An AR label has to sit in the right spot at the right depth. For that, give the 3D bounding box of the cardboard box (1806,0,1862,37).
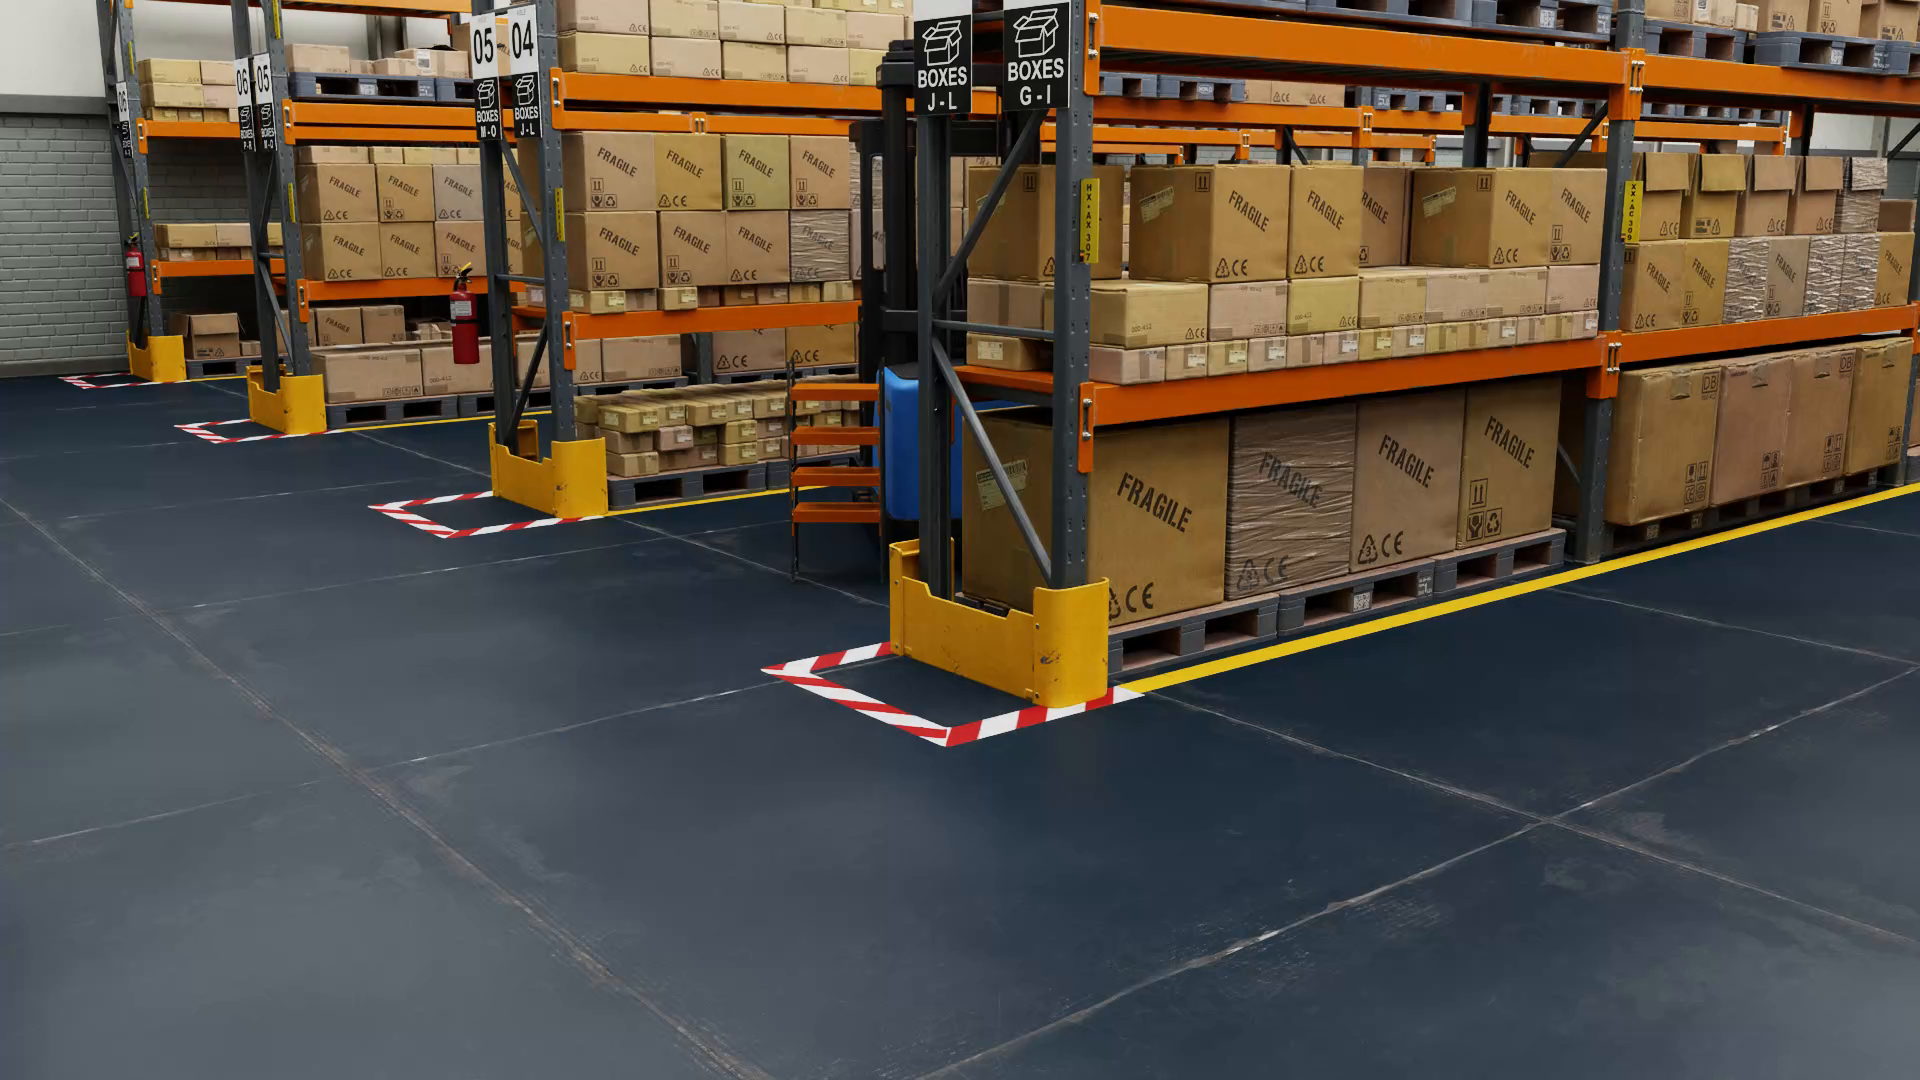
[{"bbox_3d":[5.365,-3.429,10.584,0.500,0.500,0.500,-8,15,-35],"label":"cardboard box"}]

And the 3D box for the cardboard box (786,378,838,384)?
[{"bbox_3d":[-1.145,-1.141,12.702,0.250,0.149,0.380,-10,16,-40],"label":"cardboard box"}]

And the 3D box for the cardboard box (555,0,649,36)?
[{"bbox_3d":[-2.338,-3.359,10.662,0.500,0.250,0.500,-9,15,-37],"label":"cardboard box"}]

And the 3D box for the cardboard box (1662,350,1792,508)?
[{"bbox_3d":[4.476,-0.774,10.658,0.875,0.875,1.225,-10,16,-40],"label":"cardboard box"}]

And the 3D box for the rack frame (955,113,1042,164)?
[{"bbox_3d":[0.272,-2.223,13.378,0.127,3.000,1.000,-9,15,-38],"label":"rack frame"}]

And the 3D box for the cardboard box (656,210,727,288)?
[{"bbox_3d":[-1.926,-1.986,11.303,0.500,0.500,0.500,-9,15,-38],"label":"cardboard box"}]

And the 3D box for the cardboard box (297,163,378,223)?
[{"bbox_3d":[-5.470,-3.048,14.615,0.500,0.500,0.500,-10,15,-39],"label":"cardboard box"}]

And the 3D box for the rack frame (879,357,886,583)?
[{"bbox_3d":[-0.419,-0.378,9.020,0.015,1.200,0.240,0,12,1],"label":"rack frame"}]

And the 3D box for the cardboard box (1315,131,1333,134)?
[{"bbox_3d":[4.806,-5.549,22.425,0.250,0.149,0.380,-10,15,-39],"label":"cardboard box"}]

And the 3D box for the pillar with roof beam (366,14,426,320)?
[{"bbox_3d":[-4.420,-6.110,17.238,0.400,9.000,9.100,-9,15,-38],"label":"pillar with roof beam"}]

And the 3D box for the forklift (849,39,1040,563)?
[{"bbox_3d":[-0.101,-1.561,10.426,1.130,2.935,3.031,-2,12,-9],"label":"forklift"}]

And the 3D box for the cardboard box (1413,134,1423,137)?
[{"bbox_3d":[6.368,-5.823,23.713,0.250,0.149,0.380,-9,15,-37],"label":"cardboard box"}]

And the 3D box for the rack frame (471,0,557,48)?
[{"bbox_3d":[-2.851,-4.639,10.311,0.127,3.000,1.000,-9,15,-38],"label":"rack frame"}]

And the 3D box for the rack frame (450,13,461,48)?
[{"bbox_3d":[-6.003,-6.752,20.264,0.127,3.000,1.000,-9,15,-38],"label":"rack frame"}]

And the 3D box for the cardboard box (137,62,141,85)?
[{"bbox_3d":[-8.953,-5.186,18.548,0.500,0.250,0.500,-10,16,-39],"label":"cardboard box"}]

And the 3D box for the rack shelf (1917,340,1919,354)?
[{"bbox_3d":[7.977,-1.833,13.269,4.000,0.370,1.077,-9,15,-38],"label":"rack shelf"}]

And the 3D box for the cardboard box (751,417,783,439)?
[{"bbox_3d":[-1.481,-0.825,11.930,0.250,0.149,0.380,-10,16,-40],"label":"cardboard box"}]

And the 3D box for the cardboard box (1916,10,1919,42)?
[{"bbox_3d":[6.943,-3.705,11.689,0.500,0.500,0.500,-9,15,-37],"label":"cardboard box"}]

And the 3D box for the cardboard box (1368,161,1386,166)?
[{"bbox_3d":[5.475,-5.005,23.113,0.500,0.500,0.700,-10,15,-38],"label":"cardboard box"}]

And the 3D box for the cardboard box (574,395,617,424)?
[{"bbox_3d":[-2.596,-0.916,11.642,0.250,0.149,0.380,-9,15,-37],"label":"cardboard box"}]

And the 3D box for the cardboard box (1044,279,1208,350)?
[{"bbox_3d":[0.712,-0.977,7.155,0.500,0.250,0.500,-10,16,-39],"label":"cardboard box"}]

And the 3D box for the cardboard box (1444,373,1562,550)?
[{"bbox_3d":[2.727,-0.499,9.363,0.875,0.875,0.875,-9,15,-38],"label":"cardboard box"}]

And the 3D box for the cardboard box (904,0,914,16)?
[{"bbox_3d":[-0.444,-3.883,12.168,0.250,0.149,0.380,-9,15,-36],"label":"cardboard box"}]

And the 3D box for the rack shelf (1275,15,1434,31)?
[{"bbox_3d":[4.910,-6.892,22.660,4.000,0.370,1.077,-9,15,-38],"label":"rack shelf"}]

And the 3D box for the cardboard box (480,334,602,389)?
[{"bbox_3d":[-4.155,-1.785,16.471,0.875,0.438,0.875,-10,16,-39],"label":"cardboard box"}]

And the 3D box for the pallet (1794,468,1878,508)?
[{"bbox_3d":[5.753,-0.471,11.838,1.213,0.211,1.003,-9,15,-38],"label":"pallet"}]

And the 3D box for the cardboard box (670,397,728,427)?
[{"bbox_3d":[-1.813,-0.886,11.502,0.250,0.149,0.380,-9,15,-38],"label":"cardboard box"}]

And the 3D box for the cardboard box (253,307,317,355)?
[{"bbox_3d":[-7.897,-2.450,19.452,0.500,0.500,0.700,-9,15,-35],"label":"cardboard box"}]

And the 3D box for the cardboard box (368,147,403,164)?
[{"bbox_3d":[-5.137,-3.411,14.763,0.250,0.149,0.380,-9,15,-36],"label":"cardboard box"}]

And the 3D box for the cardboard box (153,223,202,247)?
[{"bbox_3d":[-8.933,-3.474,18.911,0.500,0.250,0.500,-9,15,-36],"label":"cardboard box"}]

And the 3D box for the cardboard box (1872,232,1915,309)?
[{"bbox_3d":[6.185,-1.870,11.471,0.500,0.500,0.500,-9,15,-36],"label":"cardboard box"}]

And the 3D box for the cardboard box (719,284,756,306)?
[{"bbox_3d":[-1.633,-1.723,11.628,0.250,0.149,0.380,-10,15,-38],"label":"cardboard box"}]

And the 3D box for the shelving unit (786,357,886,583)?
[{"bbox_3d":[-0.663,-0.379,9.025,0.503,1.200,0.258,0,12,1],"label":"shelving unit"}]

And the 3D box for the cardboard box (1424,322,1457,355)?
[{"bbox_3d":[2.255,-1.023,8.332,0.250,0.149,0.380,-10,15,-39],"label":"cardboard box"}]

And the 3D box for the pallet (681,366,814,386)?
[{"bbox_3d":[-2.343,-1.762,17.916,1.213,0.211,1.003,-9,15,-38],"label":"pallet"}]

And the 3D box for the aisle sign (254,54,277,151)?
[{"bbox_3d":[-5.897,-3.709,14.118,0.004,0.787,0.394,-9,15,-38],"label":"aisle sign"}]

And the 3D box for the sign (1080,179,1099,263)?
[{"bbox_3d":[0.511,-1.258,6.558,0.005,0.325,0.100,-9,15,-38],"label":"sign"}]

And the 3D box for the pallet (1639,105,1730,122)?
[{"bbox_3d":[8.117,-4.947,19.198,1.213,0.211,1.003,-9,15,-38],"label":"pallet"}]

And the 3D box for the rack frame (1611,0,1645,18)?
[{"bbox_3d":[3.292,-4.340,8.905,0.127,3.000,1.000,-9,15,-38],"label":"rack frame"}]

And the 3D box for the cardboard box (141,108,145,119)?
[{"bbox_3d":[-9.021,-4.722,18.529,0.250,0.149,0.380,-9,15,-36],"label":"cardboard box"}]

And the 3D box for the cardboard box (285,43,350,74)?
[{"bbox_3d":[-5.727,-4.215,14.647,0.500,0.250,0.500,-11,16,-43],"label":"cardboard box"}]

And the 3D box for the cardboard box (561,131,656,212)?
[{"bbox_3d":[-2.335,-2.403,10.860,0.500,0.500,0.500,-10,15,-38],"label":"cardboard box"}]

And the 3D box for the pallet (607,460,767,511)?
[{"bbox_3d":[-2.135,-0.450,11.739,1.213,0.211,1.003,-9,15,-38],"label":"pallet"}]

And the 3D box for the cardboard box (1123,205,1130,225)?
[{"bbox_3d":[1.283,-2.644,13.518,0.250,0.149,0.380,-9,15,-37],"label":"cardboard box"}]

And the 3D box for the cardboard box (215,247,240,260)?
[{"bbox_3d":[-8.345,-3.254,18.838,0.250,0.149,0.380,-10,15,-38],"label":"cardboard box"}]

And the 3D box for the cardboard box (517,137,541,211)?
[{"bbox_3d":[-2.649,-2.488,11.258,0.500,0.500,0.500,-10,15,-39],"label":"cardboard box"}]

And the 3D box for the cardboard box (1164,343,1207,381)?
[{"bbox_3d":[0.851,-0.790,7.232,0.250,0.149,0.380,-10,15,-38],"label":"cardboard box"}]

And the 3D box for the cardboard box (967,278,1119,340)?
[{"bbox_3d":[0.381,-1.065,7.567,0.500,0.250,0.500,-10,15,-39],"label":"cardboard box"}]

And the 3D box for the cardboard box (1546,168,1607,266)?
[{"bbox_3d":[3.100,-1.742,8.950,0.500,0.500,0.500,-9,15,-36],"label":"cardboard box"}]

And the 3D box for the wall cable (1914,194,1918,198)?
[{"bbox_3d":[28.813,-10.907,47.305,0.112,2.526,3.097,-9,15,-38],"label":"wall cable"}]

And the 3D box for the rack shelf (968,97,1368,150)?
[{"bbox_3d":[1.834,-3.598,14.364,4.000,0.370,1.077,-9,15,-38],"label":"rack shelf"}]

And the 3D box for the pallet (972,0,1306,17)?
[{"bbox_3d":[0.741,-2.409,7.243,1.213,0.211,1.003,-9,15,-38],"label":"pallet"}]

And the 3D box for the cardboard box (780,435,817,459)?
[{"bbox_3d":[-1.242,-0.694,12.029,0.250,0.149,0.380,-10,16,-40],"label":"cardboard box"}]
